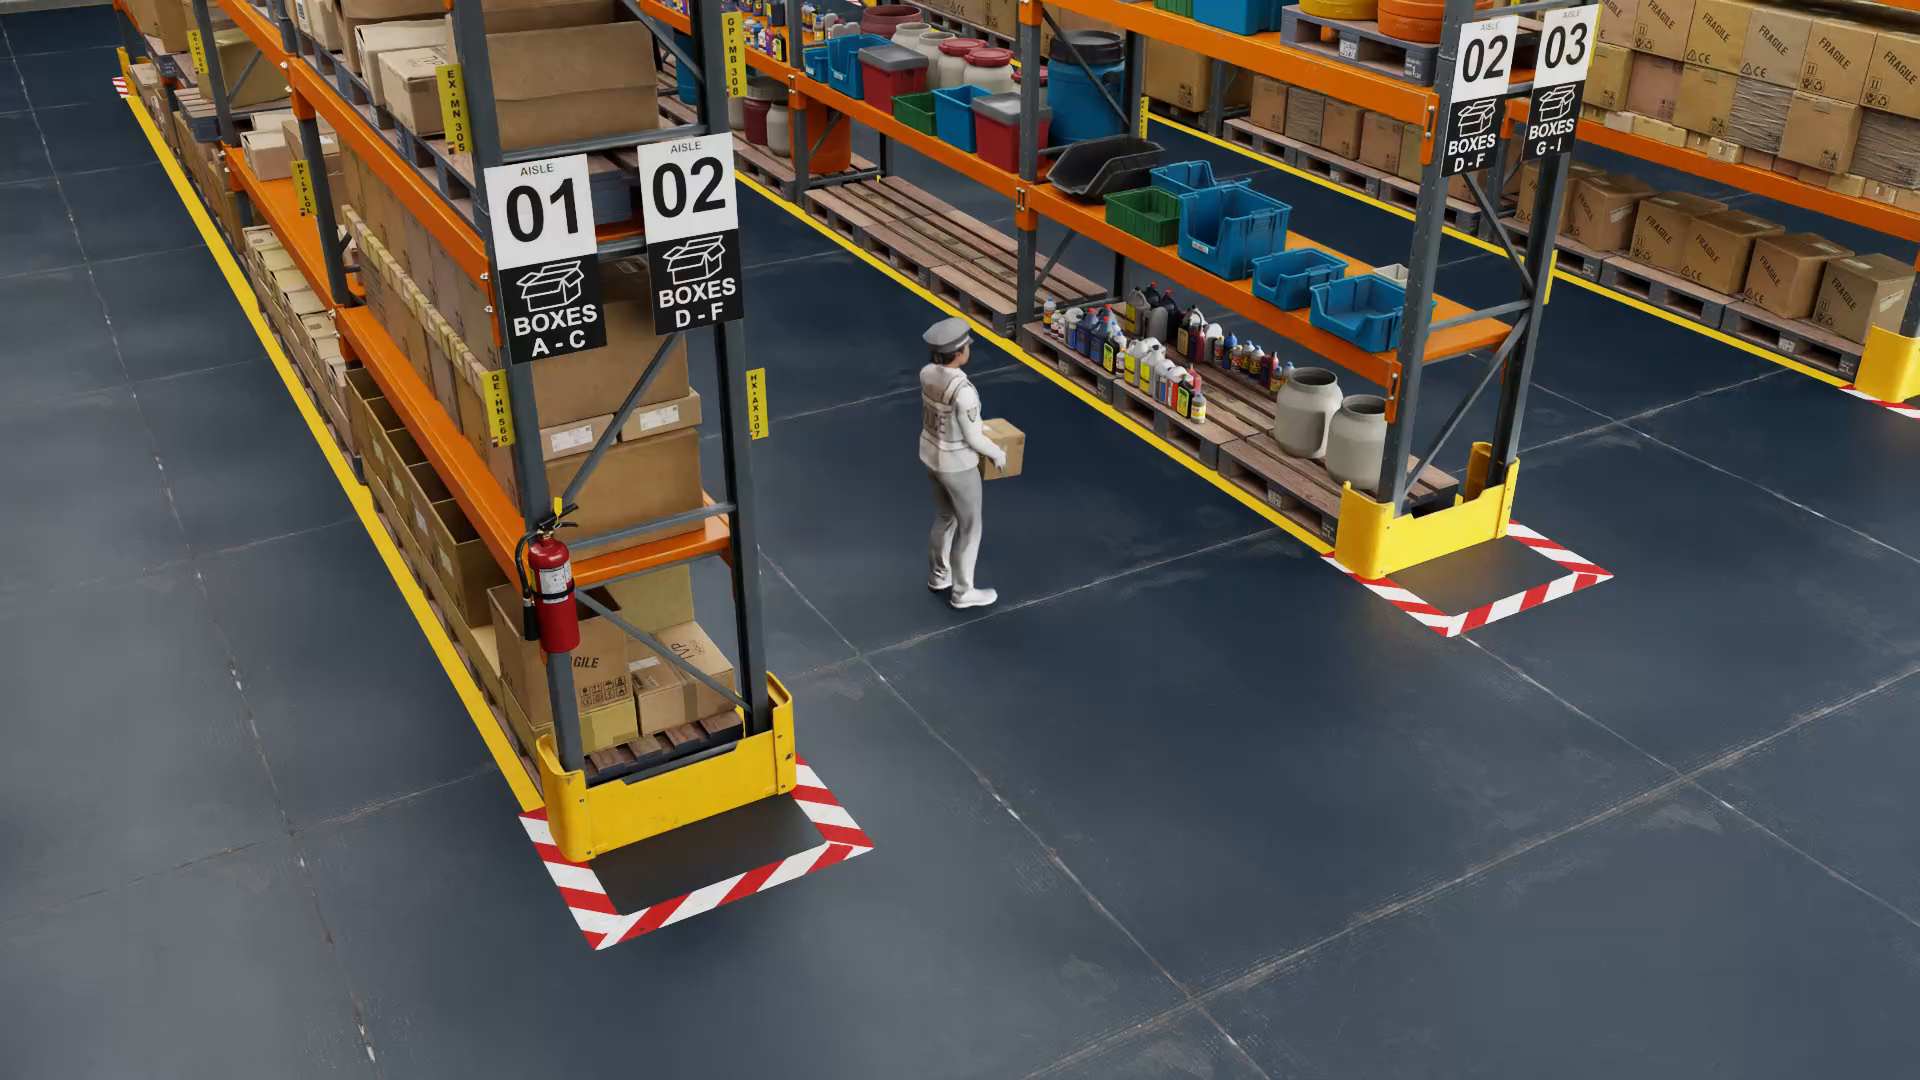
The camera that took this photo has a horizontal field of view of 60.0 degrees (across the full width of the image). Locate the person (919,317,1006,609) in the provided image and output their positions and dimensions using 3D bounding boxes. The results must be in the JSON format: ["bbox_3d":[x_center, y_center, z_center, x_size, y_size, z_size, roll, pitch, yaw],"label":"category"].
[{"bbox_3d":[0.010,-0.445,9.323,0.451,1.688,0.495,-16,33,-27],"label":"person"}]
